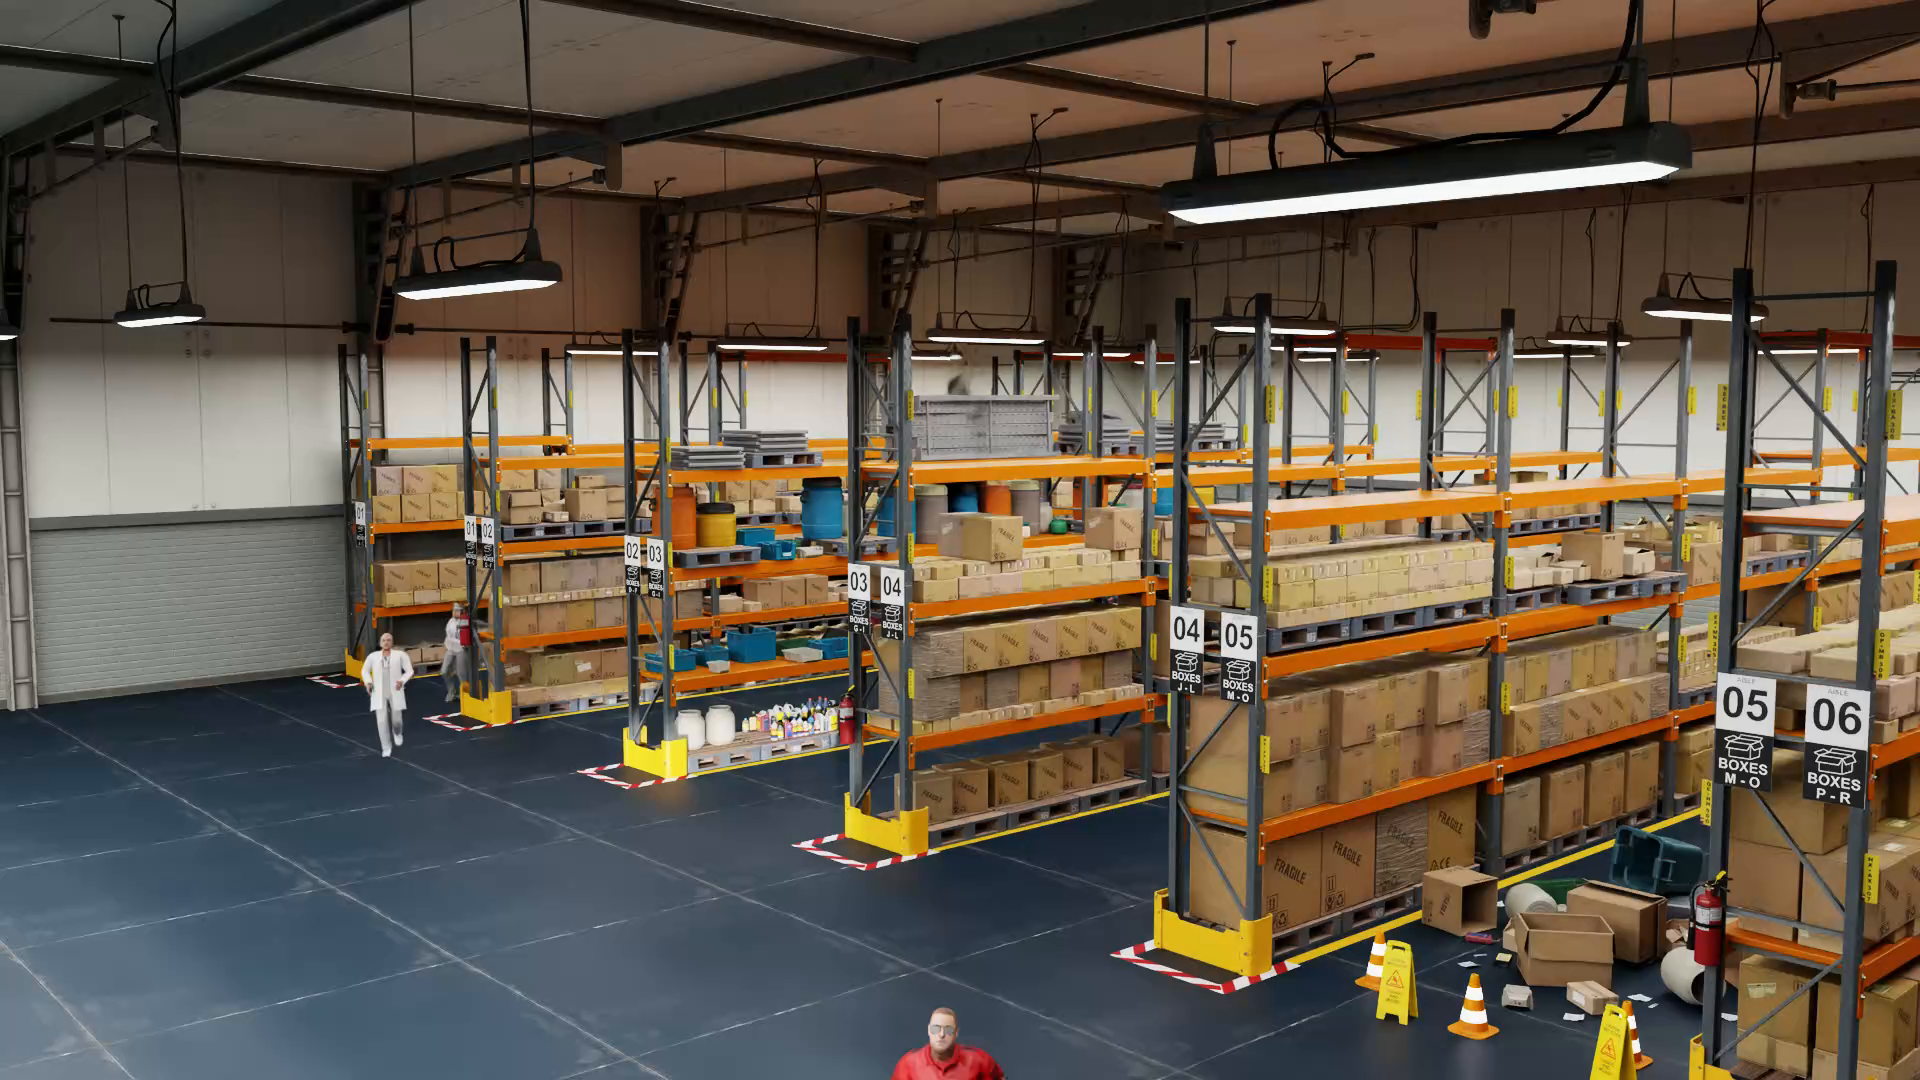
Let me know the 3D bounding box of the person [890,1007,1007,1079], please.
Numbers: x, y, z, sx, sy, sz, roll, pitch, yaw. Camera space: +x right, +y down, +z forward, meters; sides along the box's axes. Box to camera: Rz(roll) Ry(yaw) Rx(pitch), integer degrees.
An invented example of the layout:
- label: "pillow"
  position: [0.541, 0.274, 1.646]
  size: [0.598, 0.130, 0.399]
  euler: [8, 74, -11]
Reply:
- label: "person"
  position: [-0.084, 3.487, 9.404]
  size: [0.705, 1.692, 0.585]
  euler: [0, 5, 3]

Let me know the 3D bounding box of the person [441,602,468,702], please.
- label: "person"
  position: [-8.311, 1.875, 27.635]
  size: [0.602, 1.725, 0.637]
  euler: [2, 5, 20]

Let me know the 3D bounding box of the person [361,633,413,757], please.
- label: "person"
  position: [-8.139, 2.180, 23.630]
  size: [0.712, 1.719, 0.746]
  euler: [-1, 5, -14]
